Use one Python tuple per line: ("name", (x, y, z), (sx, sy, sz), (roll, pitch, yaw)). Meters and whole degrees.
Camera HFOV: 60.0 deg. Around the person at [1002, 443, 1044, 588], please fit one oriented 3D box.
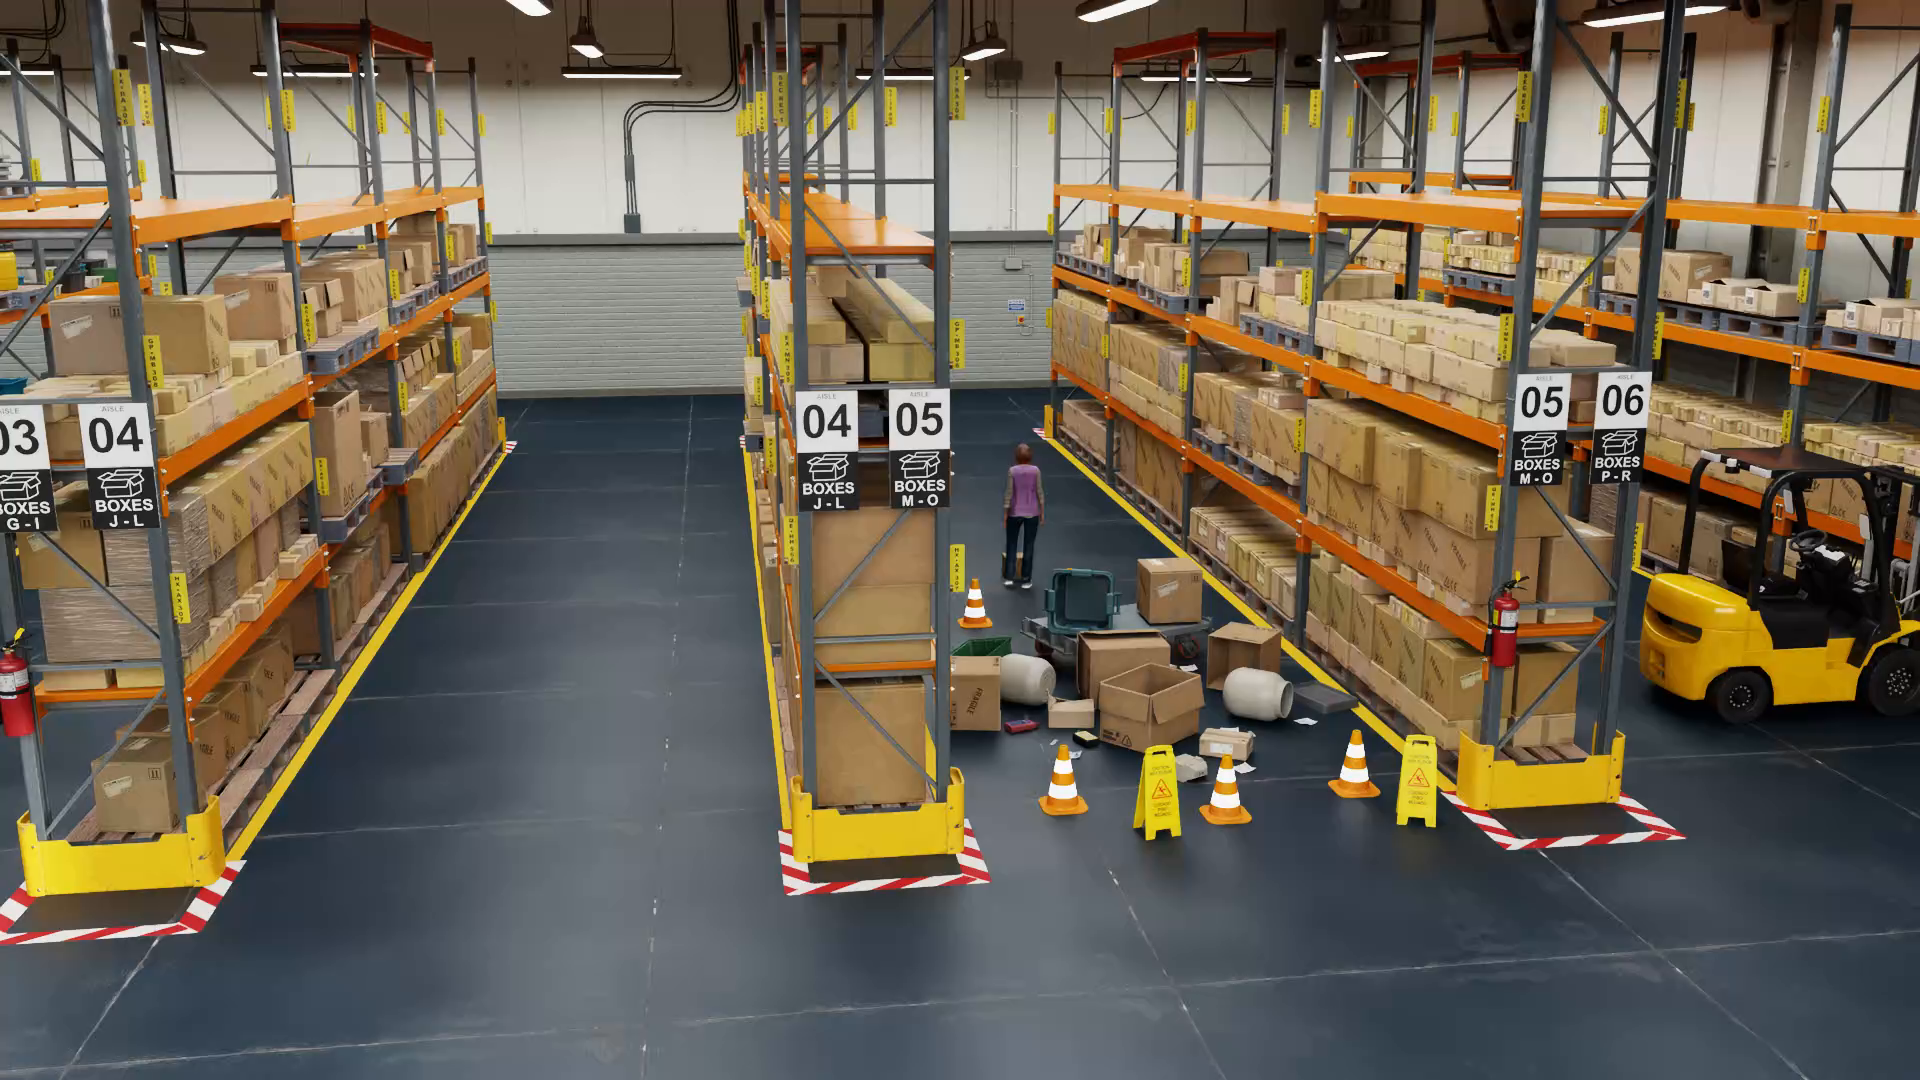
("person", (0.685, -0.271, 18.142), (0.449, 1.610, 0.476), (-1, 13, -3))
